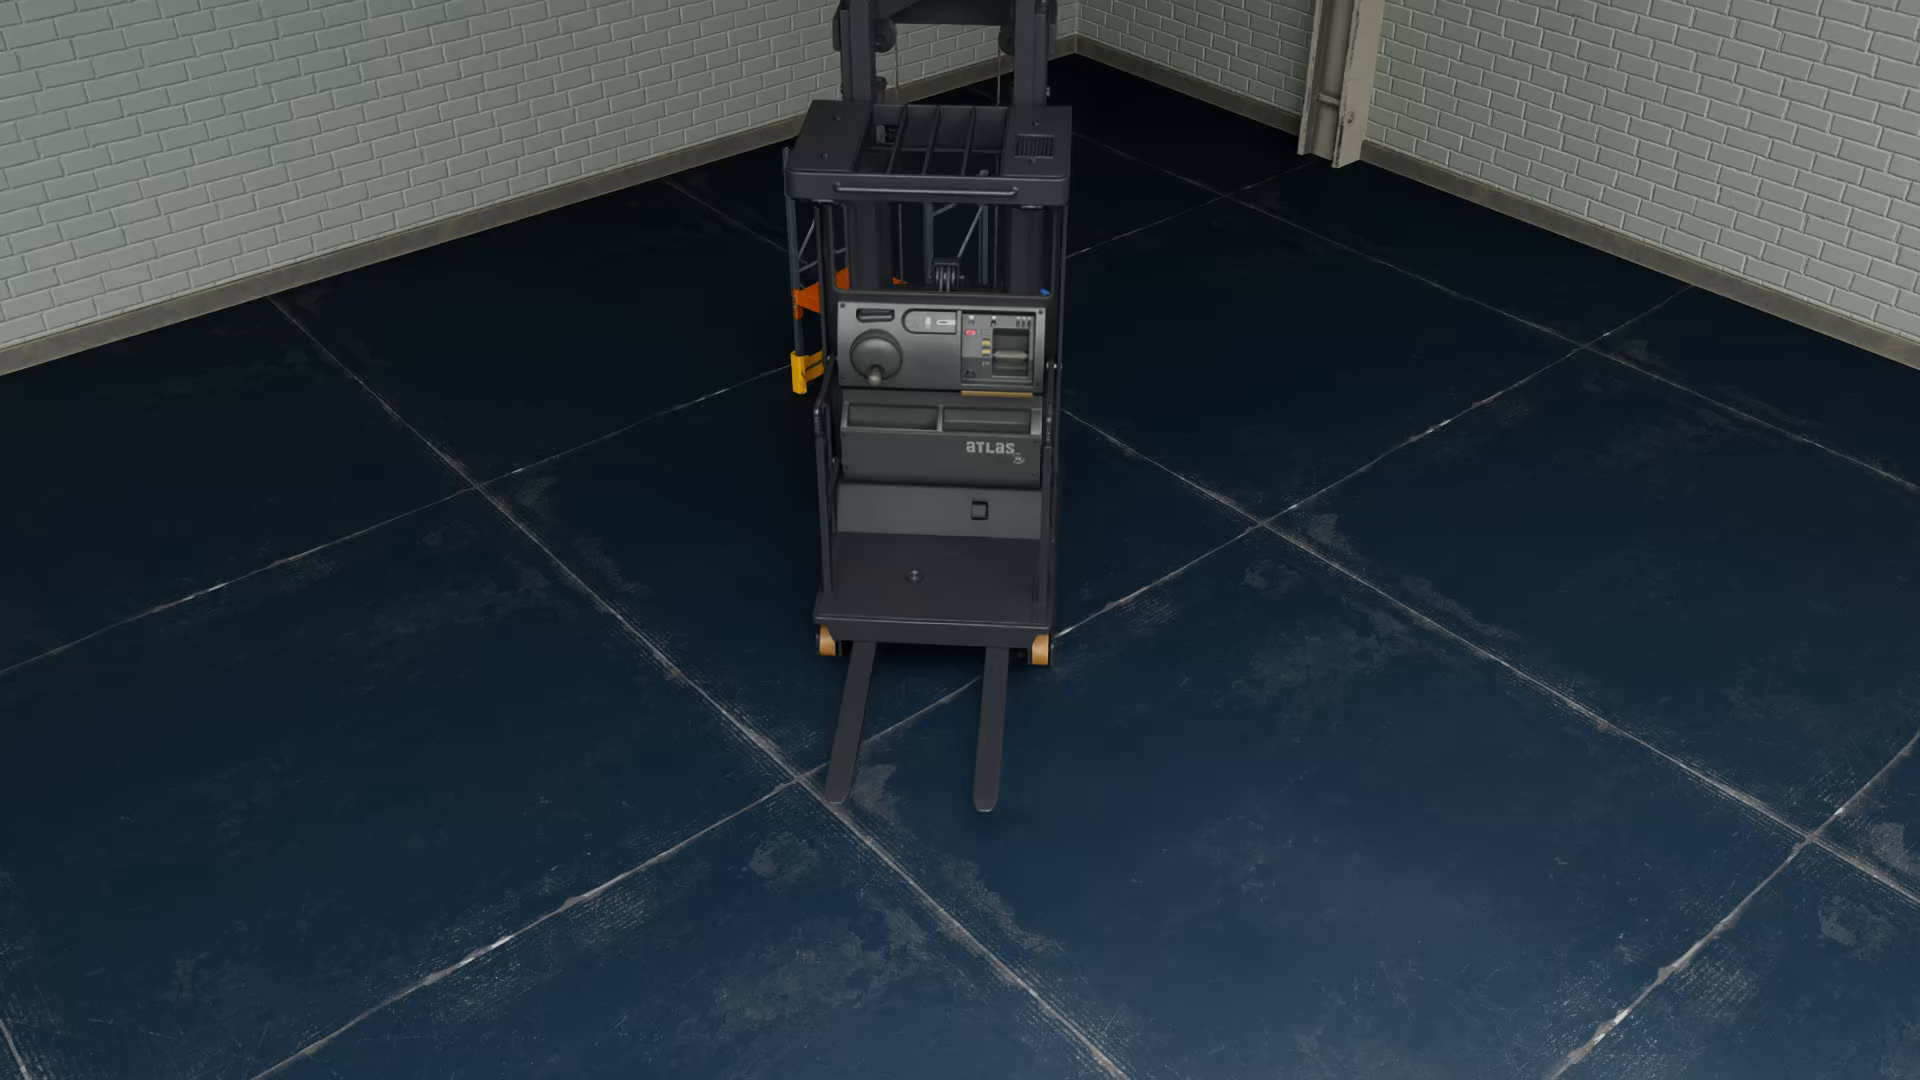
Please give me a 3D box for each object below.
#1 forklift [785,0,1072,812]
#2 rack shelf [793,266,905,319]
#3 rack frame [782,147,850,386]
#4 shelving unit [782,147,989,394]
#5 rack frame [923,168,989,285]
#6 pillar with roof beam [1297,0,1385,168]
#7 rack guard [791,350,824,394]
[{"bbox_3d":[-0.097,-0.804,7.251,1.130,2.935,3.031,2,35,3],"label":"forklift"},{"bbox_3d":[-0.408,-1.290,9.486,1.000,0.185,0.538,26,43,32],"label":"rack shelf"},{"bbox_3d":[-0.799,-1.625,9.648,0.032,1.500,0.500,26,43,32],"label":"rack frame"},{"bbox_3d":[-0.401,-1.434,9.378,1.083,1.500,0.587,26,43,32],"label":"shelving unit"},{"bbox_3d":[-0.018,-1.249,9.117,0.032,1.500,0.500,26,43,32],"label":"rack frame"},{"bbox_3d":[-0.437,-5.036,7.975,9.100,9.000,0.400,-26,43,-32],"label":"pillar with roof beam"},{"bbox_3d":[-0.784,-1.108,9.999,0.087,0.250,0.587,26,43,32],"label":"rack guard"}]
